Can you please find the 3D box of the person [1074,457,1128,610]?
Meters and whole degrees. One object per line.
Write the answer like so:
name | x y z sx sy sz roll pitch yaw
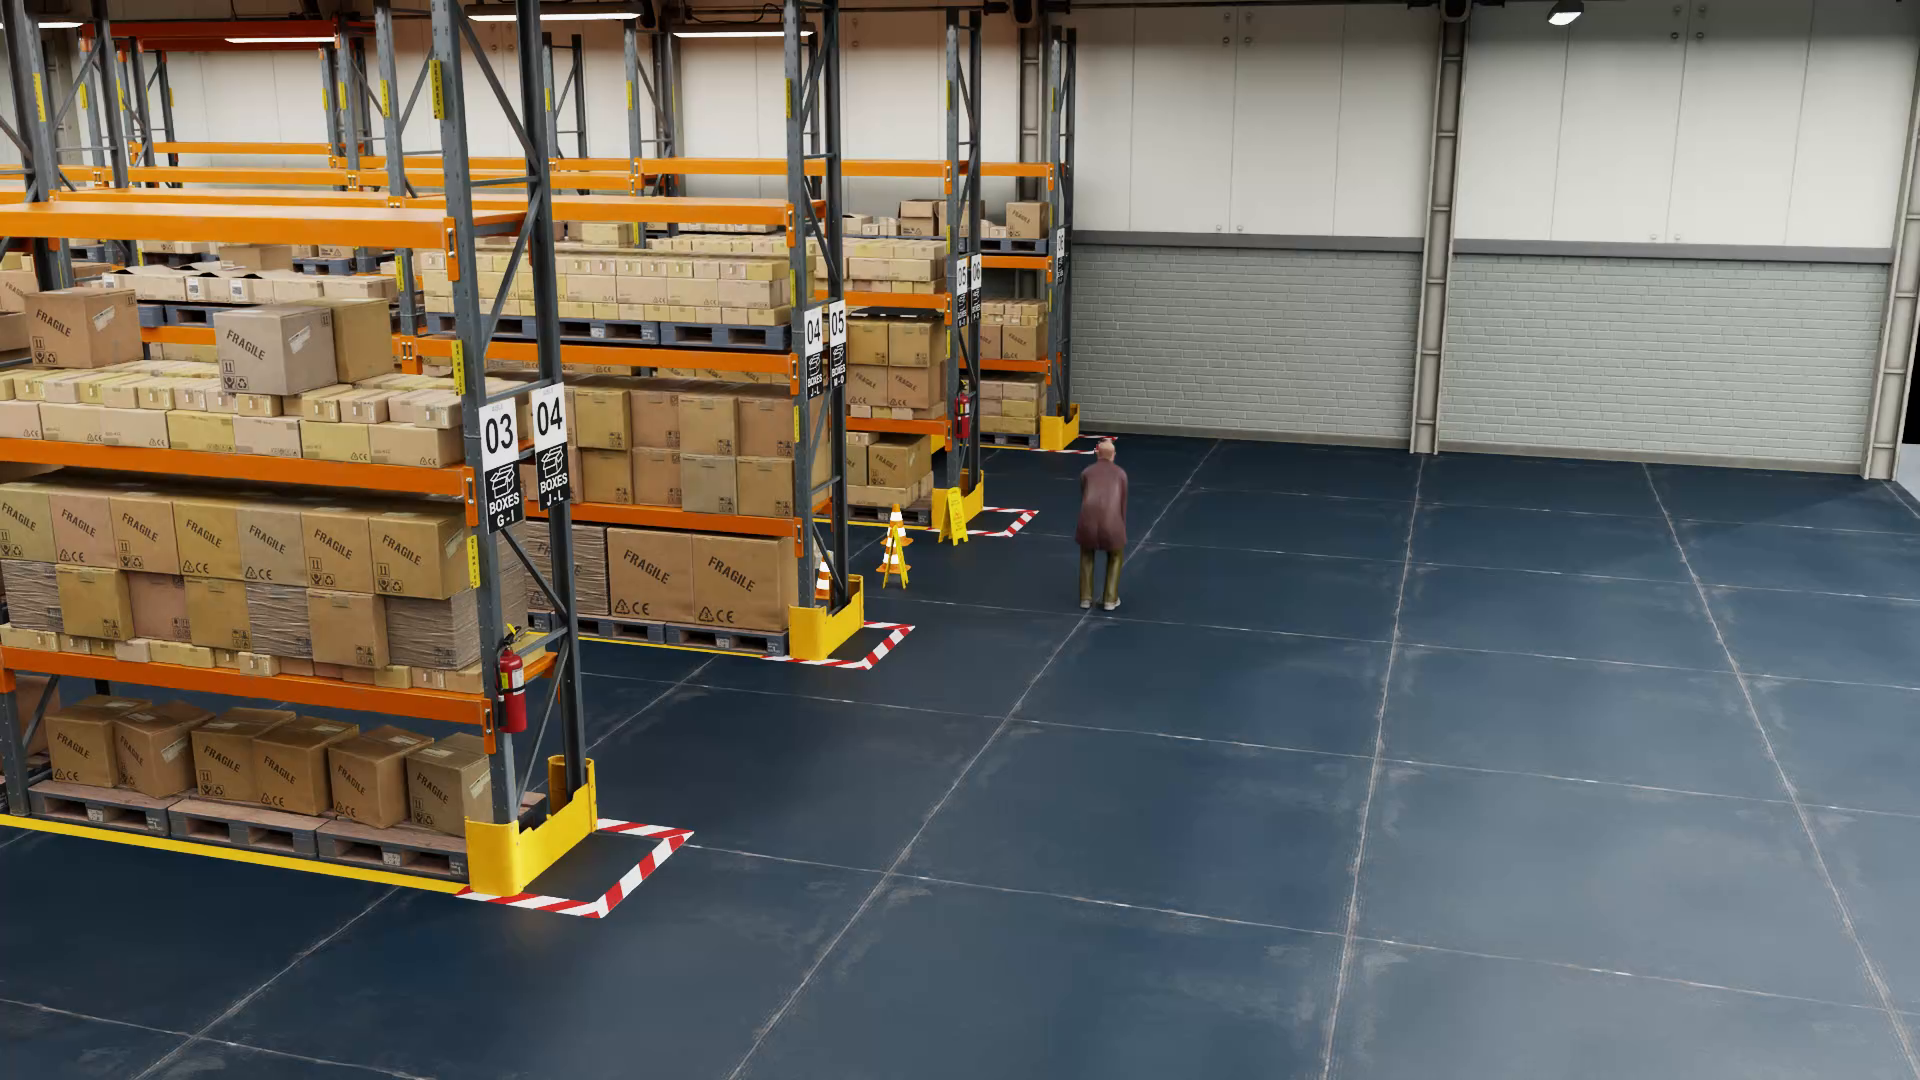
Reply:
person | 1.442 -0.068 16.851 0.546 1.504 0.570 4 15 15
